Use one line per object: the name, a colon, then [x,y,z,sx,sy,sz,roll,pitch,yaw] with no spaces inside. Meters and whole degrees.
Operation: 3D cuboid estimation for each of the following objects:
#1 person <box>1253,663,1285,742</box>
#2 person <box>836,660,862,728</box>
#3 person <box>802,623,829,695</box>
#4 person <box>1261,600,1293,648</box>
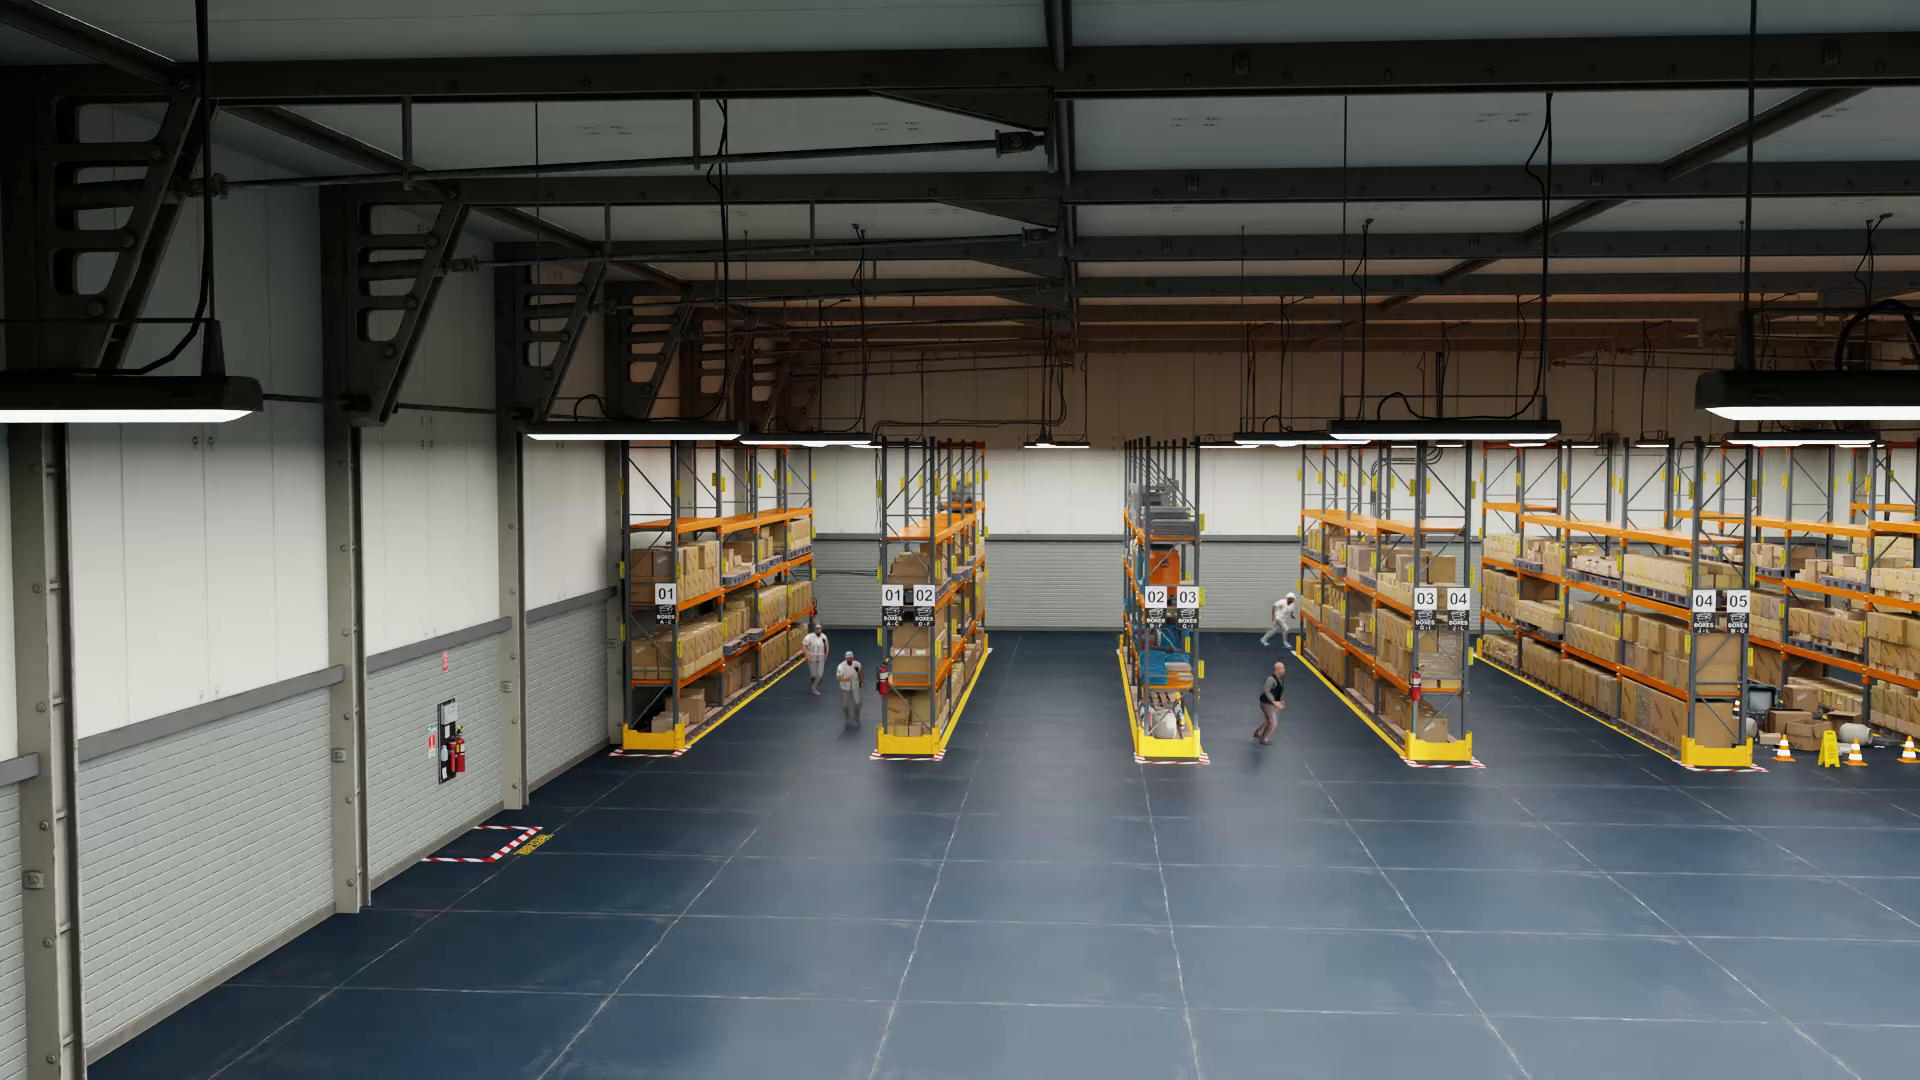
person: [5.975,3.139,32.244,0.728,1.571,0.614,2,4,33]
person: [-2.310,3.177,34.591,0.551,1.419,0.750,0,3,-8]
person: [-3.403,2.779,39.182,0.661,1.718,0.572,-1,3,-18]
person: [9.262,2.419,48.424,1.003,1.412,0.644,2,4,39]
